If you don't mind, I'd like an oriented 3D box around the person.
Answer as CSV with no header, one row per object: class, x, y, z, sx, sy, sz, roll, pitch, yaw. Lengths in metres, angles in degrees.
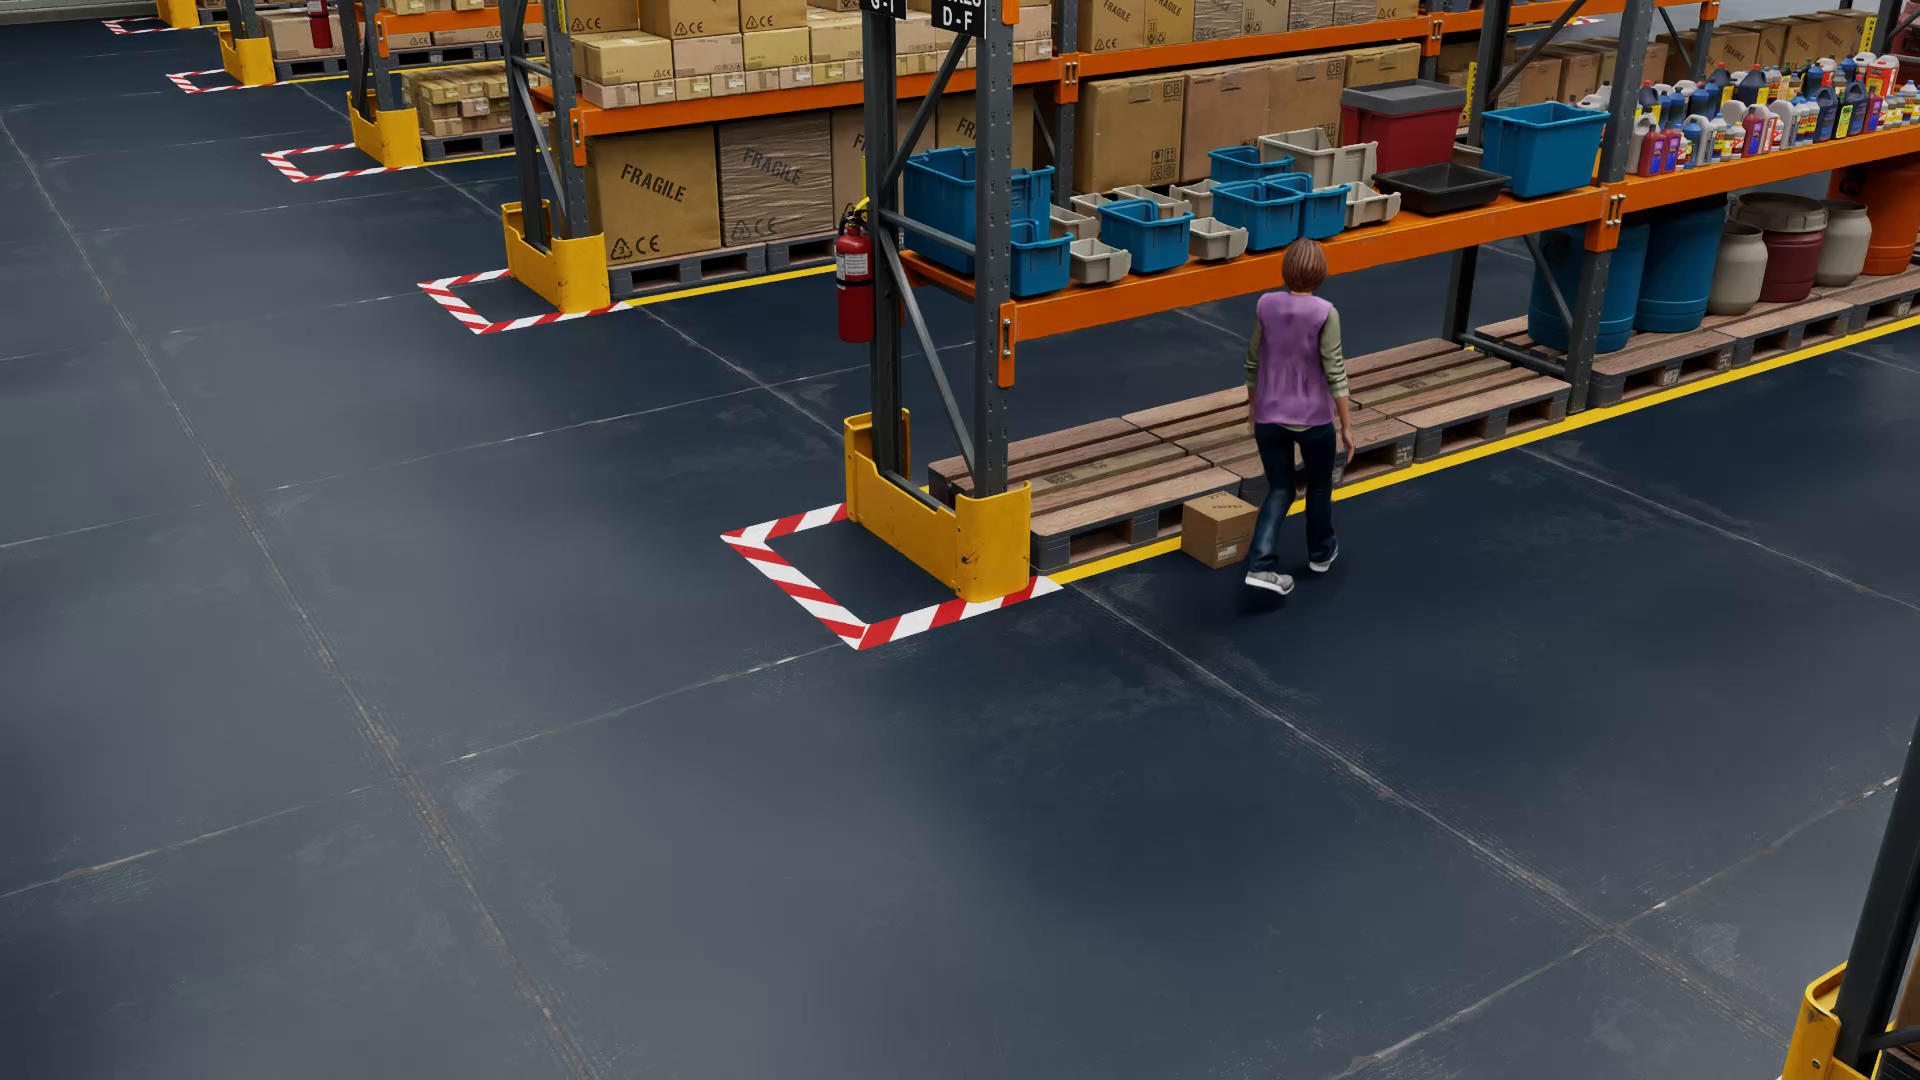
person,1.475,-0.528,7.230,0.545,1.550,0.777,12,28,23
